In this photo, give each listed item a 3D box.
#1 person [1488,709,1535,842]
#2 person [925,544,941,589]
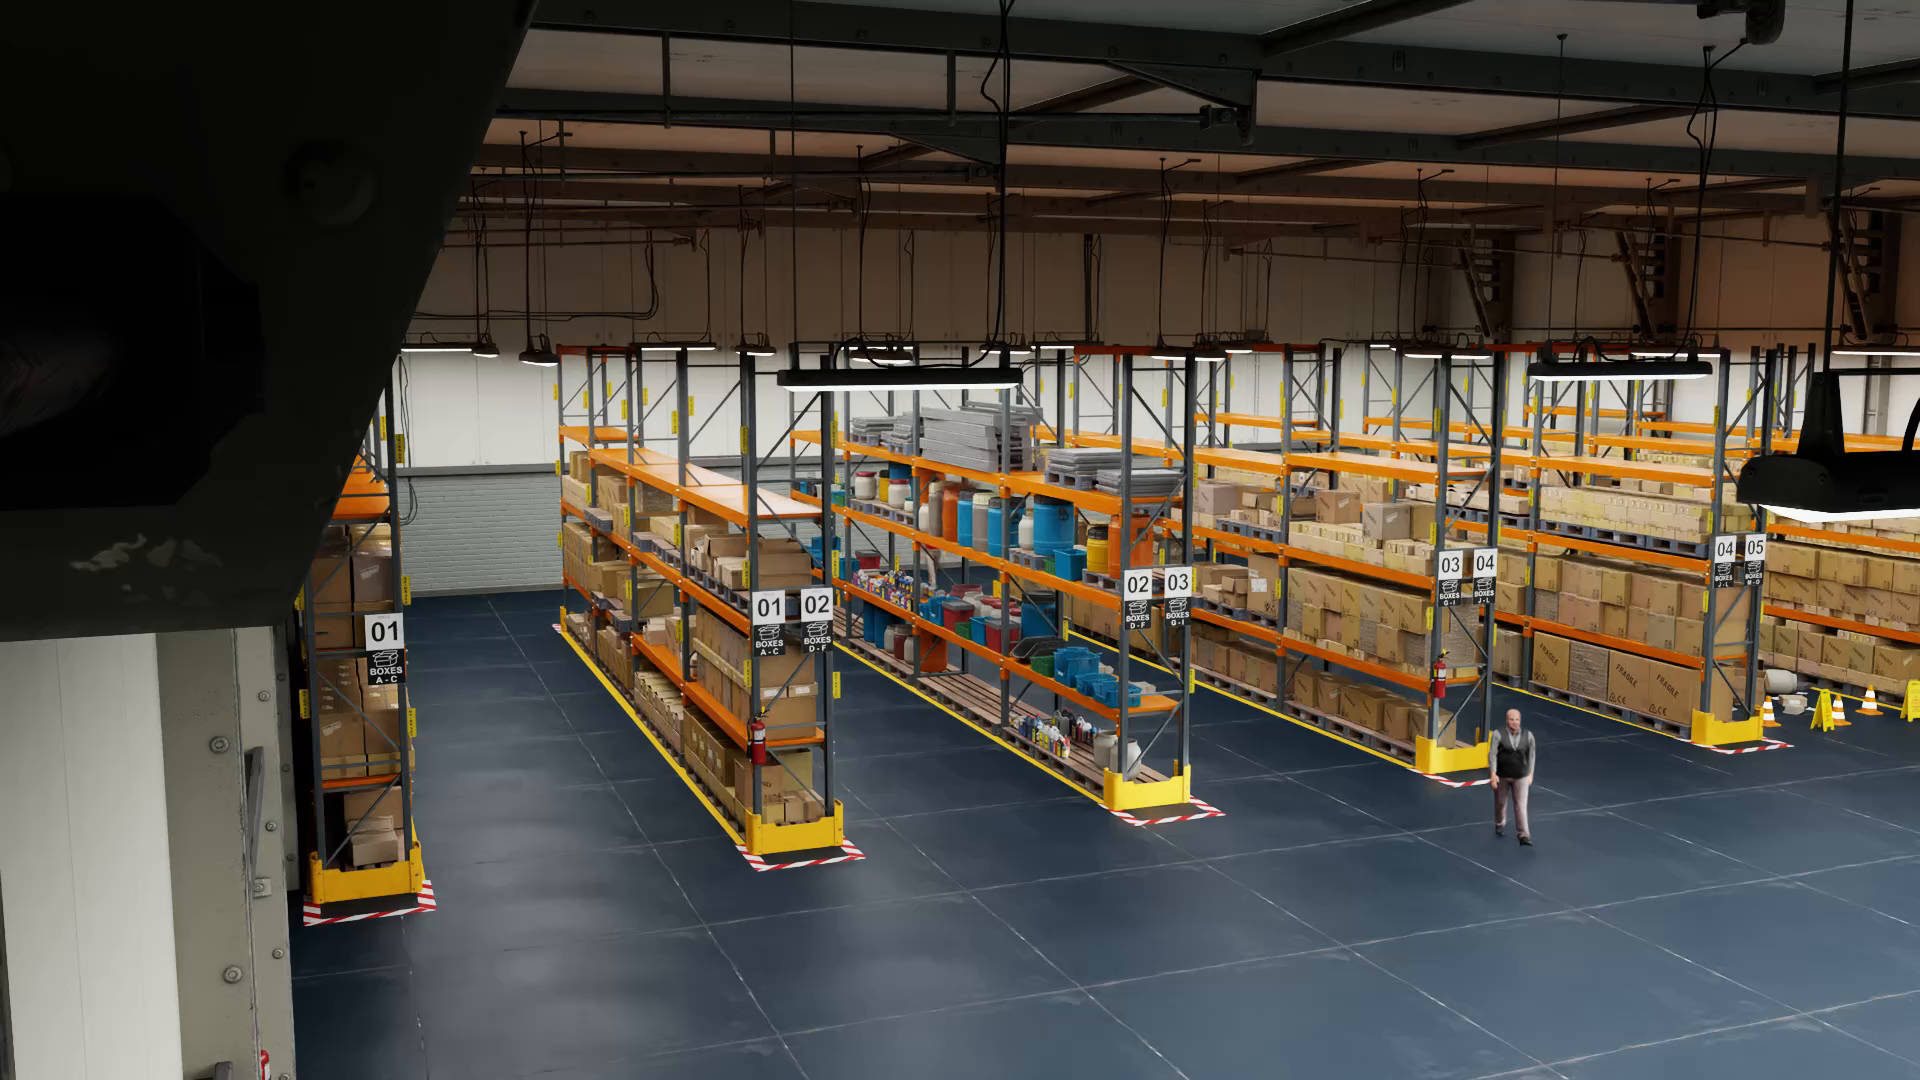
[{"bbox_3d":[6.782,2.855,20.460,0.561,1.585,0.895,2,7,15],"label":"person"},{"bbox_3d":[-0.627,0.427,40.636,0.542,1.459,1.074,-2,8,-18],"label":"person"}]
